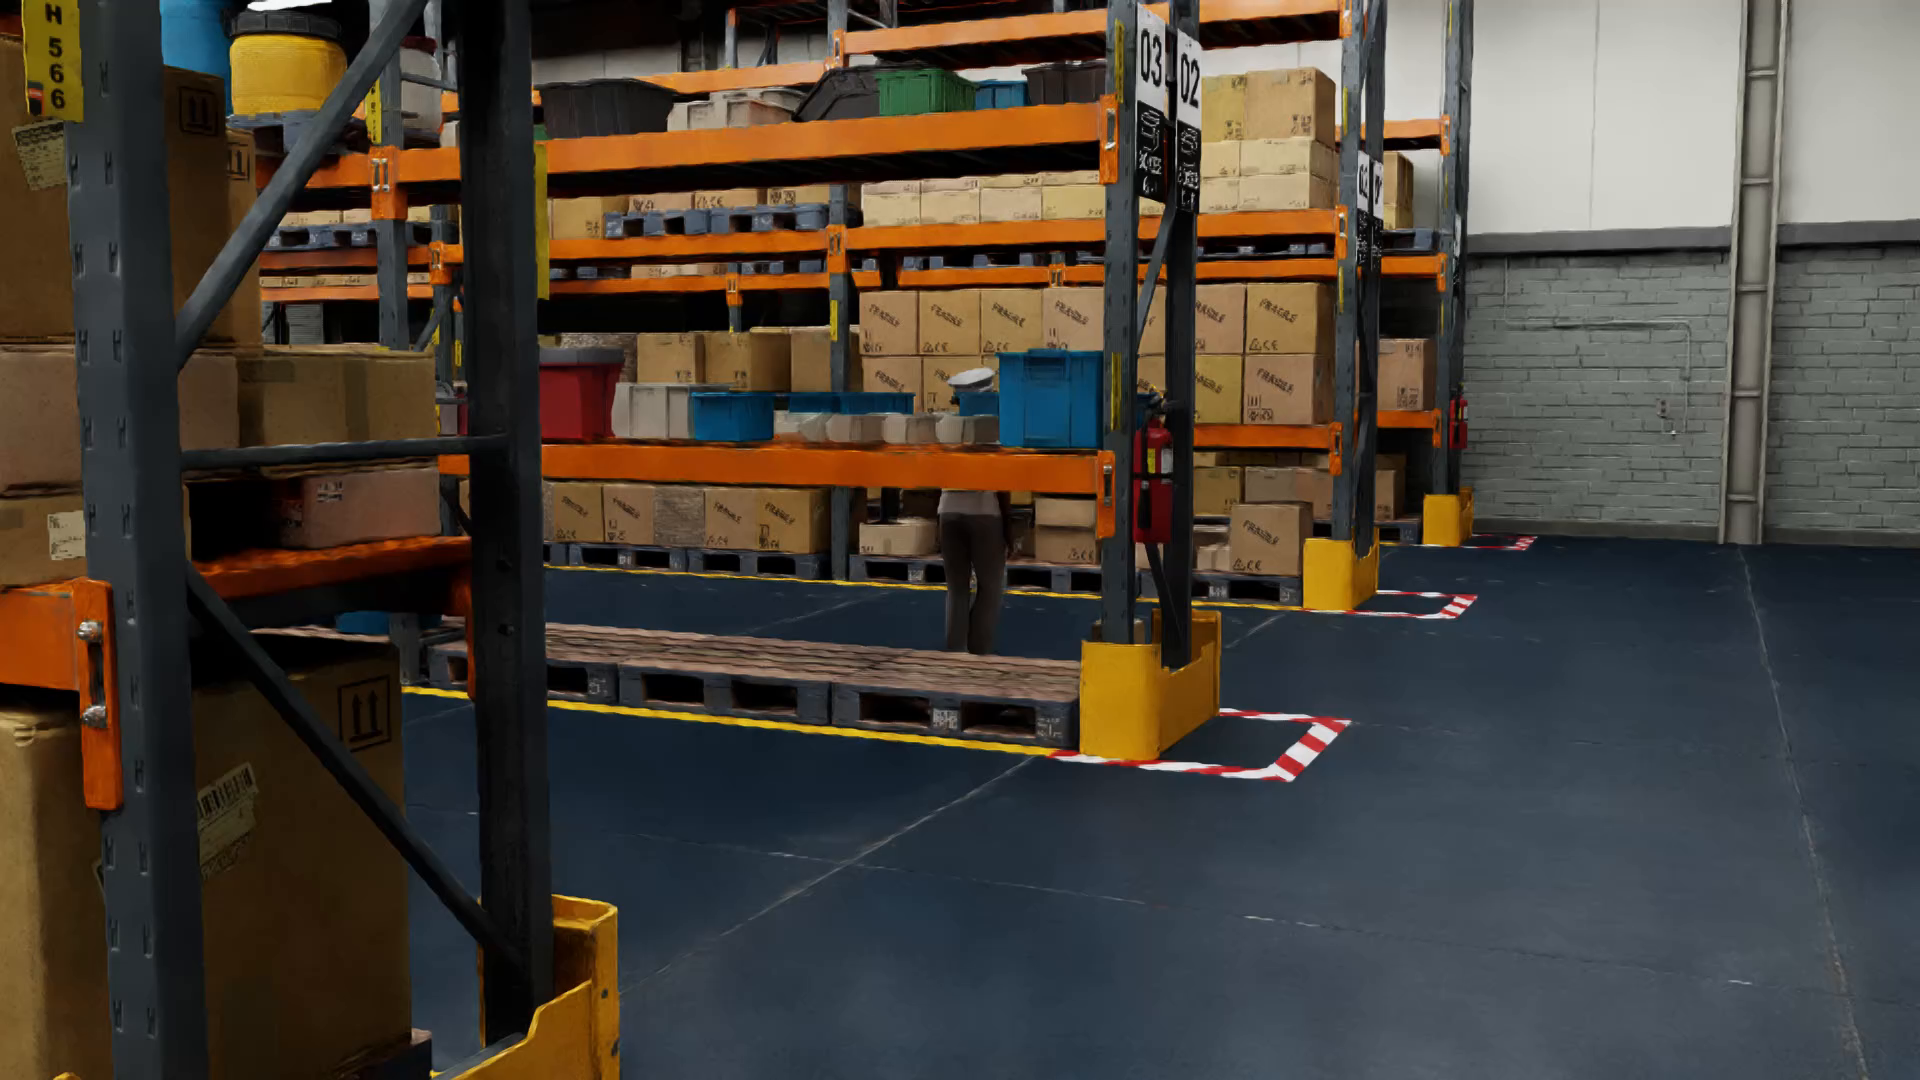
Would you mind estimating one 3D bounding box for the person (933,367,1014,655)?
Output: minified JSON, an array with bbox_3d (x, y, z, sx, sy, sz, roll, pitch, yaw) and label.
[{"bbox_3d":[0.065,-0.069,8.877,0.482,1.681,0.394,2,6,22],"label":"person"}]
